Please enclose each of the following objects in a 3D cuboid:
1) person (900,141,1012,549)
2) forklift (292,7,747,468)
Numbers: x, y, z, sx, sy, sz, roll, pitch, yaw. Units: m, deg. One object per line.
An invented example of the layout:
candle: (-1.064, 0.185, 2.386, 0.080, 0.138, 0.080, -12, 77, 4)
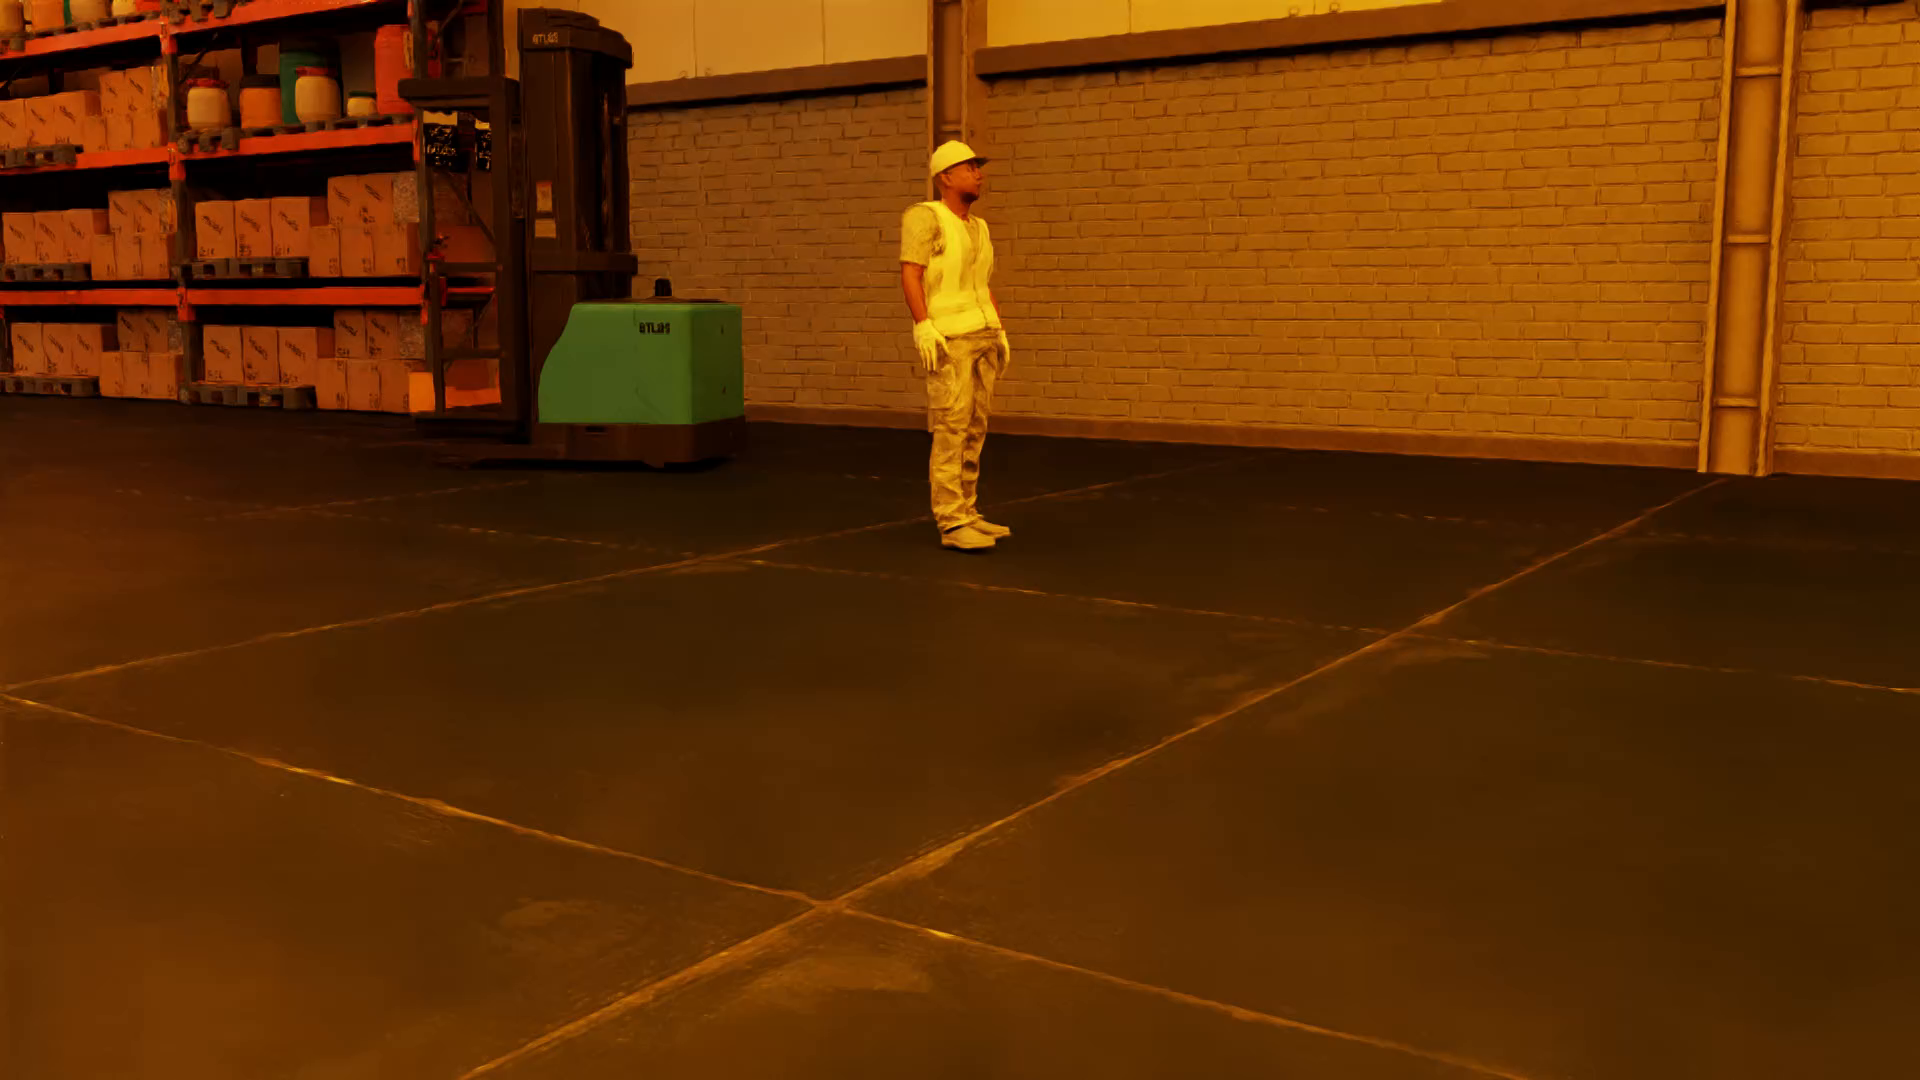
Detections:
person: (0.055, -0.883, 7.431, 0.576, 1.782, 0.655, 5, 10, 34)
forklift: (-3.049, -1.995, 11.221, 3.031, 2.935, 1.130, 2, 8, 14)
